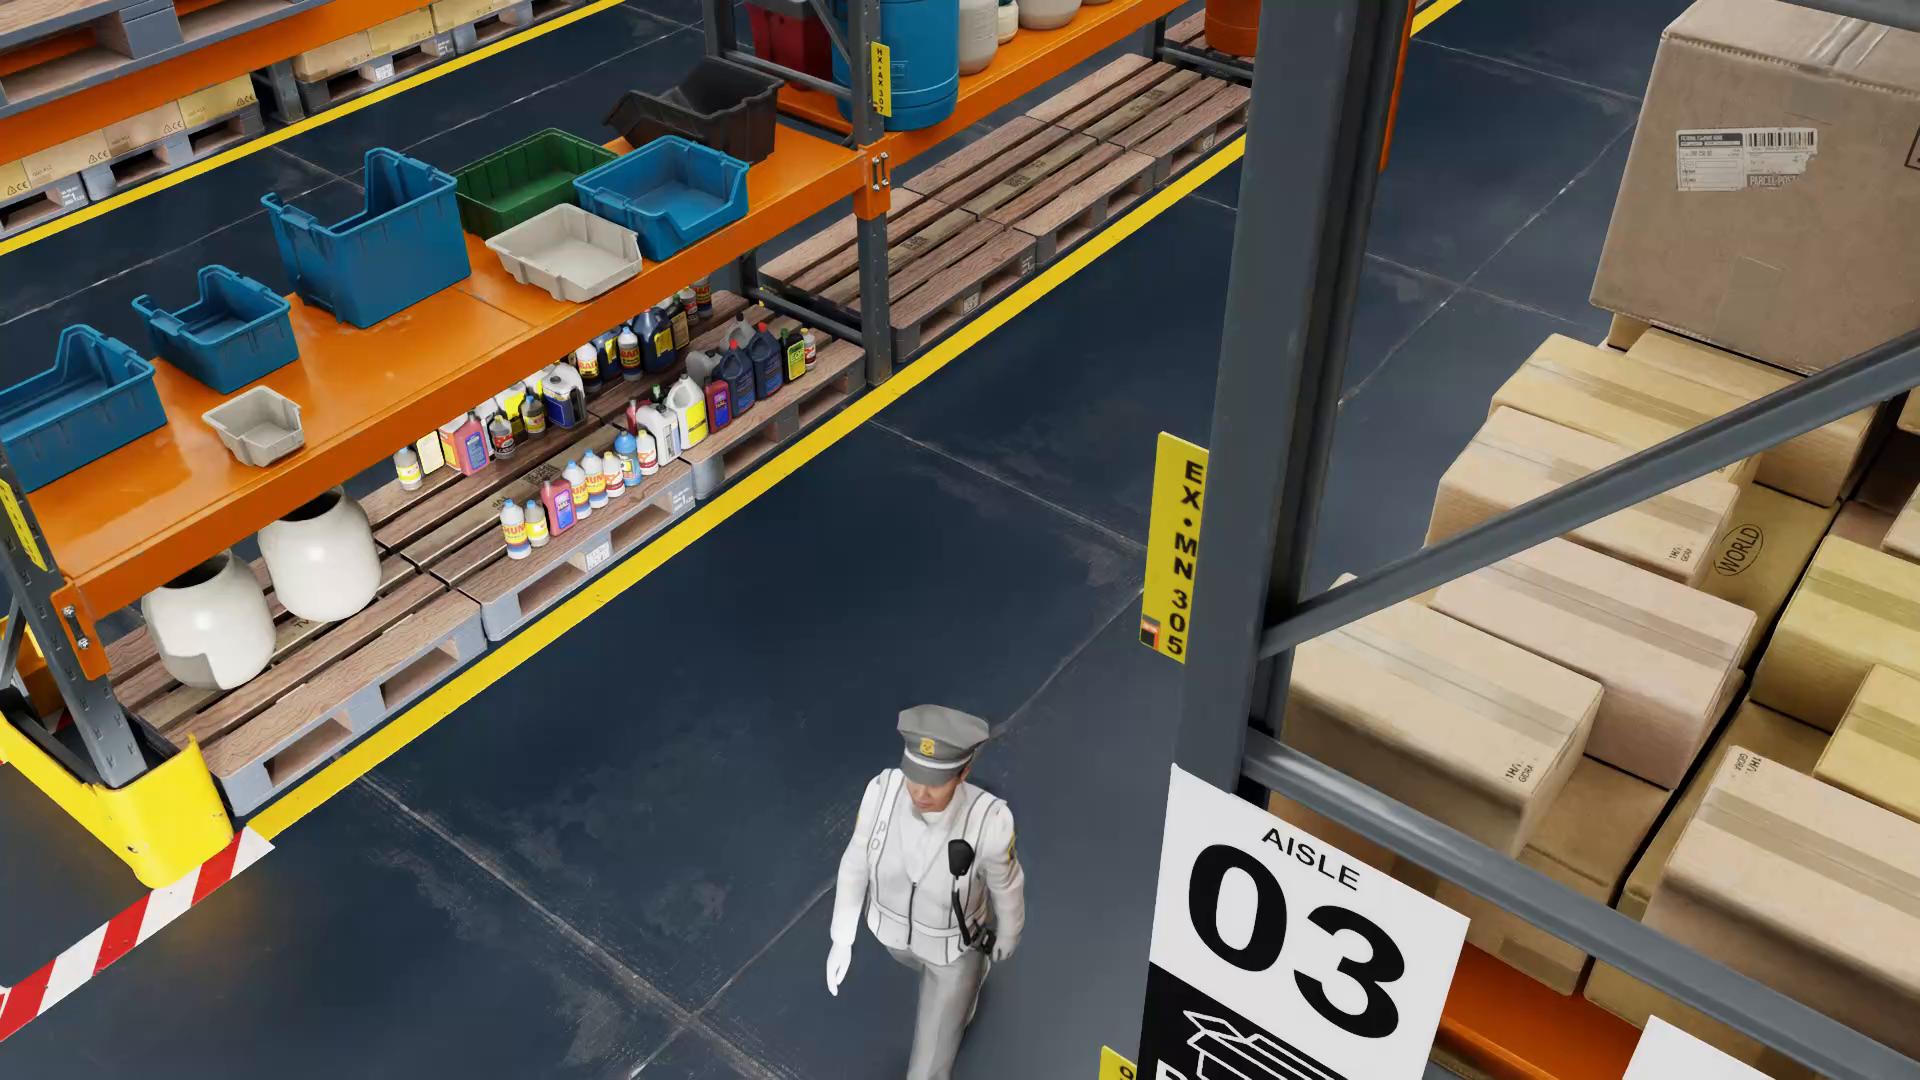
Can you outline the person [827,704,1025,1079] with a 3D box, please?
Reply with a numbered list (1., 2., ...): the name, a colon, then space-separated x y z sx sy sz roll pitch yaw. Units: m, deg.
1. person: -0.111 1.122 4.746 0.499 1.633 1.018 17 42 19
